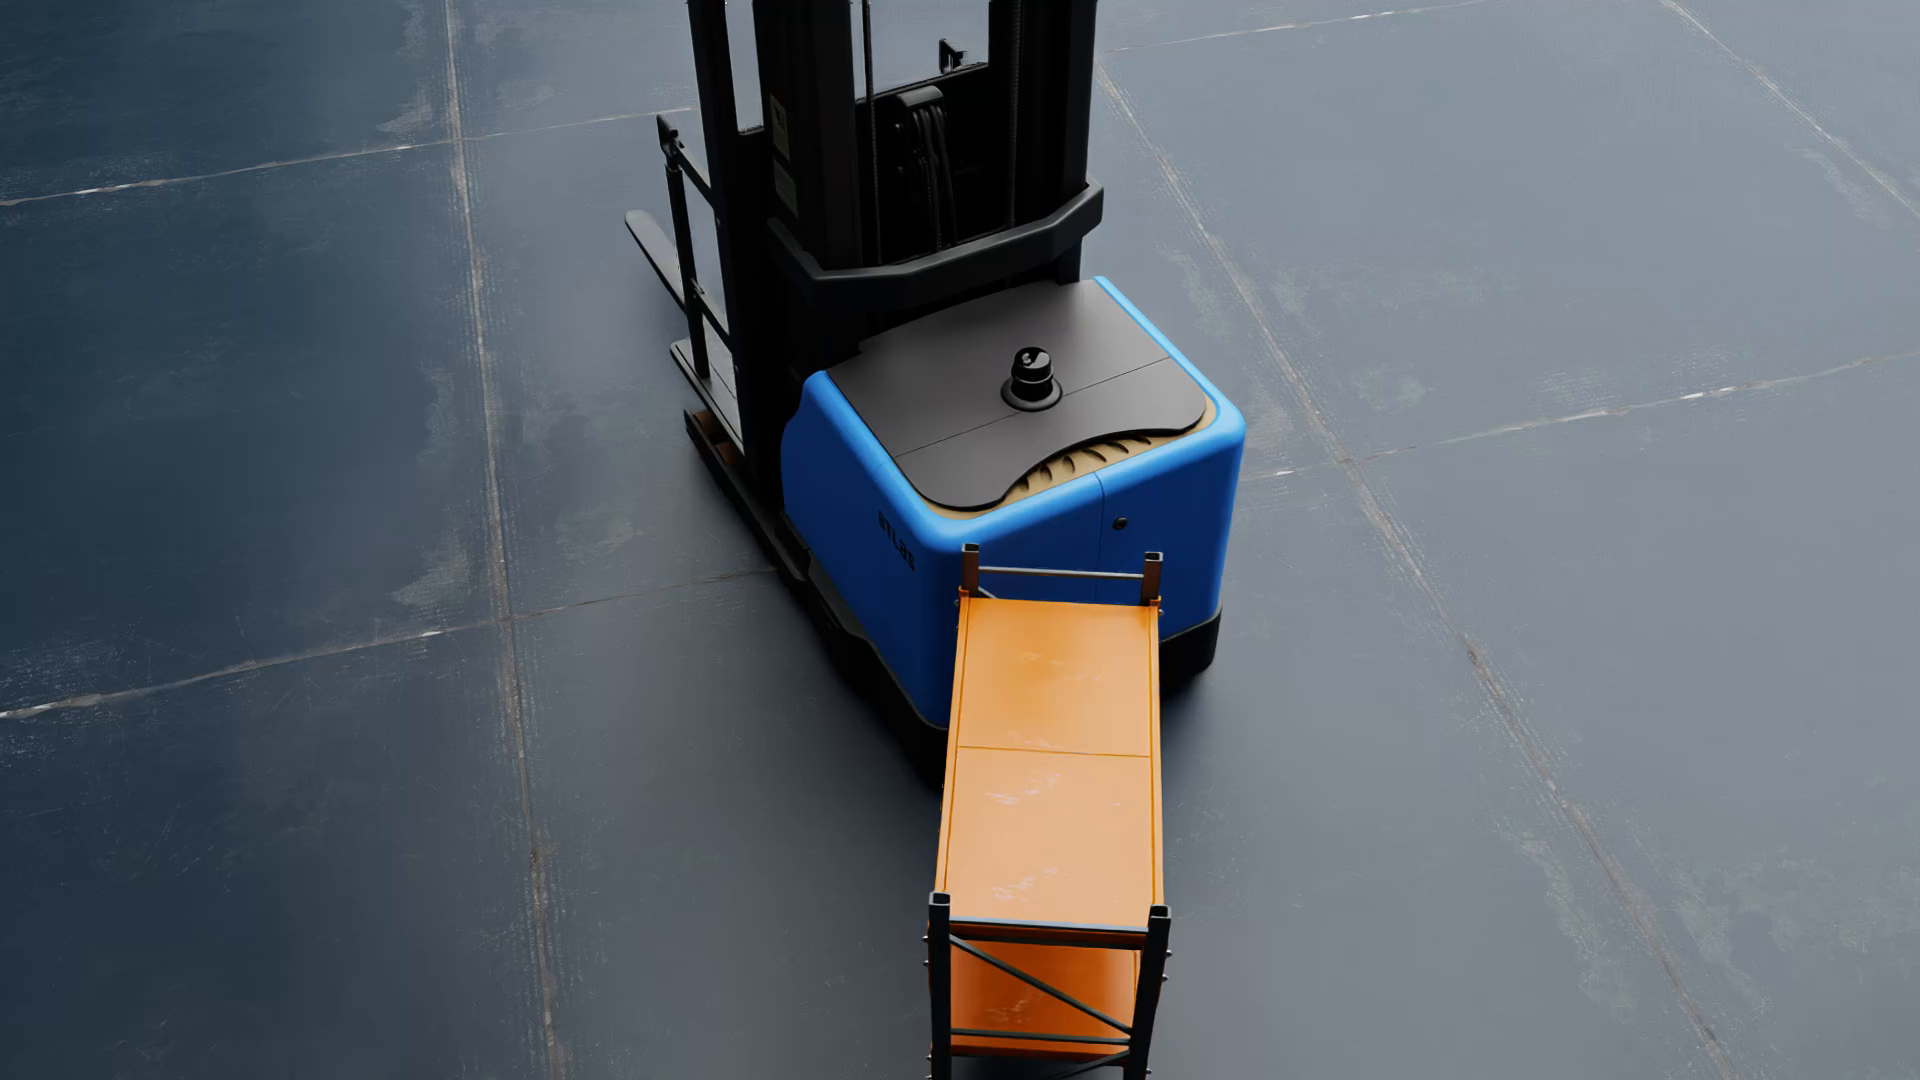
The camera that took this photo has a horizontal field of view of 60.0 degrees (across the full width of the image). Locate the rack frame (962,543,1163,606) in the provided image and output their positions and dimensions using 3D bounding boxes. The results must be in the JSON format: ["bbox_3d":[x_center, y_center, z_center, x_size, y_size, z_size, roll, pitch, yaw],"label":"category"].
[{"bbox_3d":[0.254,0.424,4.547,0.500,1.125,0.032,3,46,3],"label":"rack frame"}]

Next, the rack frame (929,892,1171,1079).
[{"bbox_3d":[0.186,1.148,3.837,0.500,1.125,0.032,3,46,3],"label":"rack frame"}]

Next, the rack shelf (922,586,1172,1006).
[{"bbox_3d":[0.220,0.581,3.983,0.538,0.278,1.000,3,46,3],"label":"rack shelf"}]

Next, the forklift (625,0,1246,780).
[{"bbox_3d":[-0.338,-1.361,5.032,1.130,2.935,3.031,-21,49,-20],"label":"forklift"}]

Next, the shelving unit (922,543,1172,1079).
[{"bbox_3d":[0.220,0.786,4.192,0.538,1.125,1.048,3,46,3],"label":"shelving unit"}]

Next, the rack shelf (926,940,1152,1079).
[{"bbox_3d":[0.220,0.957,4.367,0.538,0.278,1.000,3,46,3],"label":"rack shelf"}]
